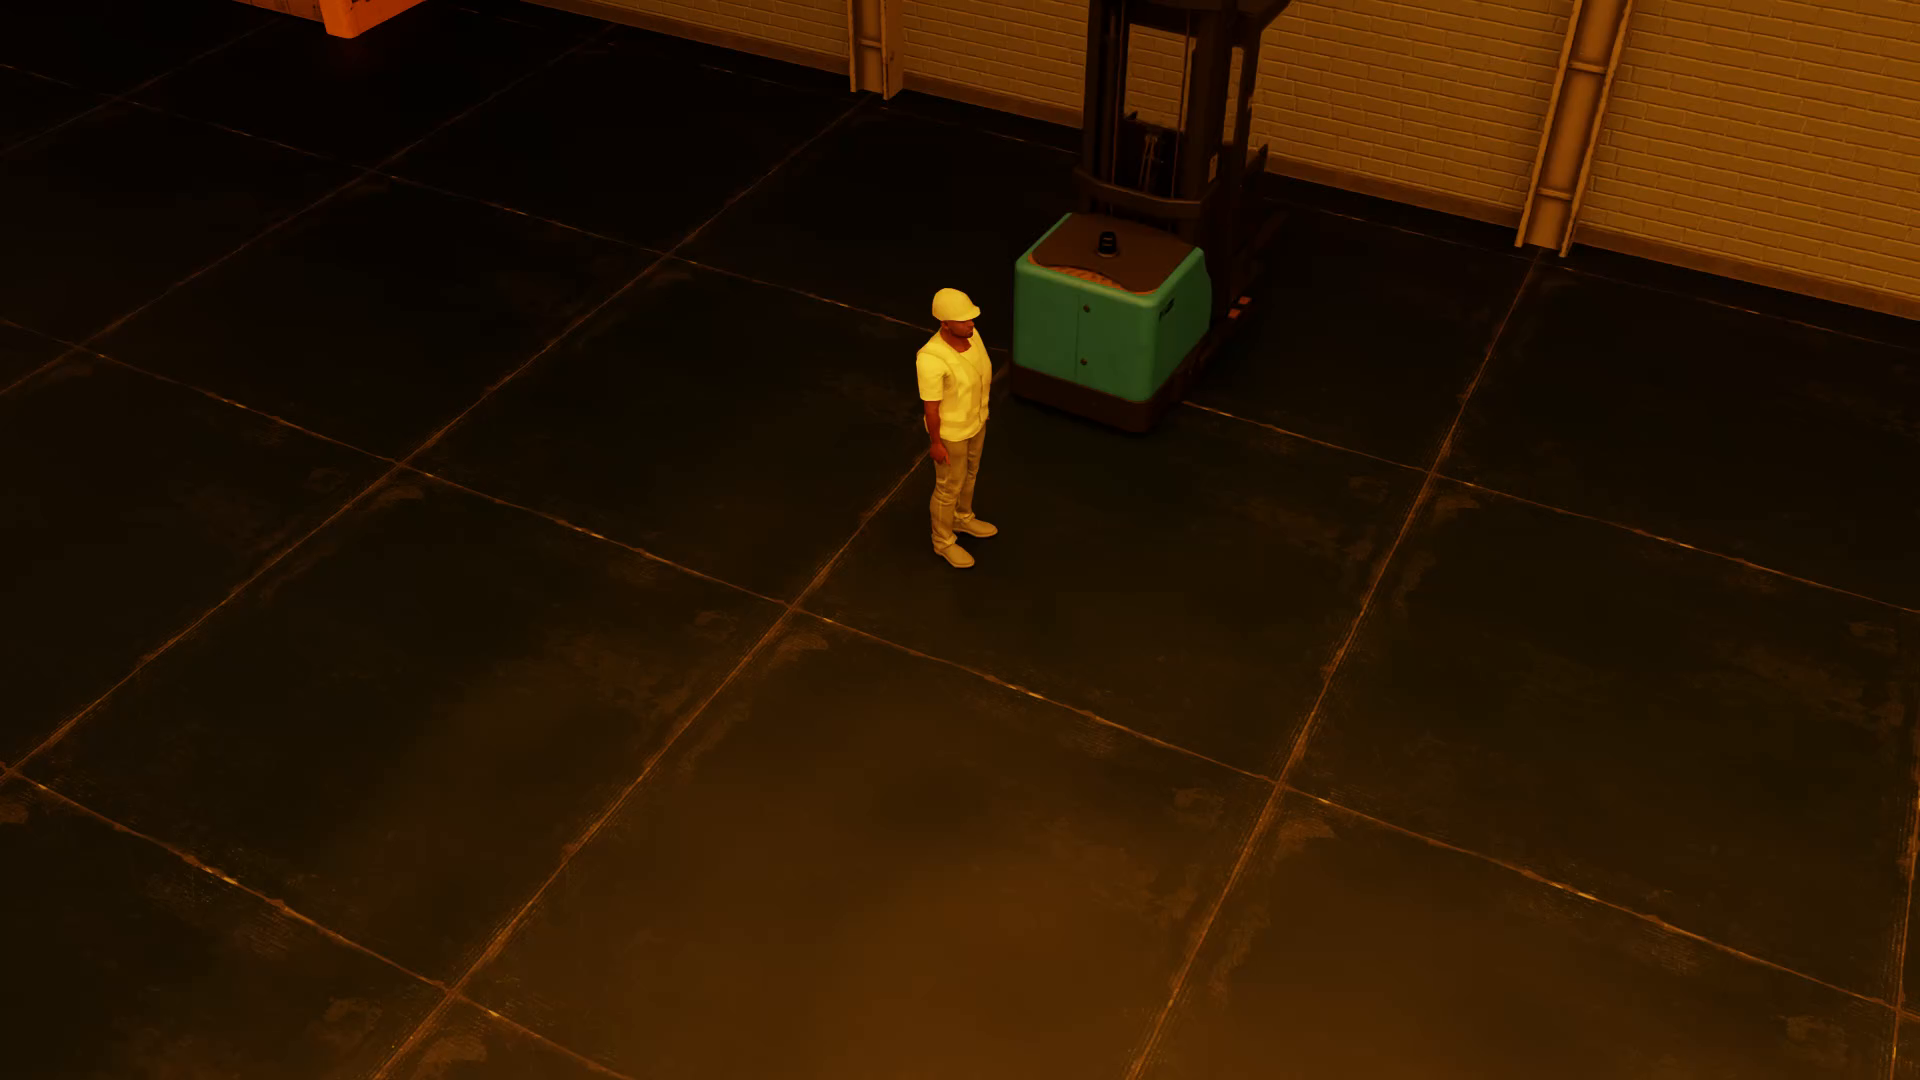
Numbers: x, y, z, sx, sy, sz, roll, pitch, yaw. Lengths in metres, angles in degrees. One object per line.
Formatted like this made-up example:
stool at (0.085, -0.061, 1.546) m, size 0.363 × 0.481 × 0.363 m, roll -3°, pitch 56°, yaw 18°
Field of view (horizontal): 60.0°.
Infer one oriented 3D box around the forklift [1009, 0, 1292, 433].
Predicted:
forklift at (1.508, -2.765, 11.269) m, size 1.130 × 2.935 × 3.031 m, roll 20°, pitch 44°, yaw 22°

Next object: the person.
person at (0.000, -0.677, 9.696) m, size 0.395 × 1.770 × 0.556 m, roll 18°, pitch 43°, yaw 21°
